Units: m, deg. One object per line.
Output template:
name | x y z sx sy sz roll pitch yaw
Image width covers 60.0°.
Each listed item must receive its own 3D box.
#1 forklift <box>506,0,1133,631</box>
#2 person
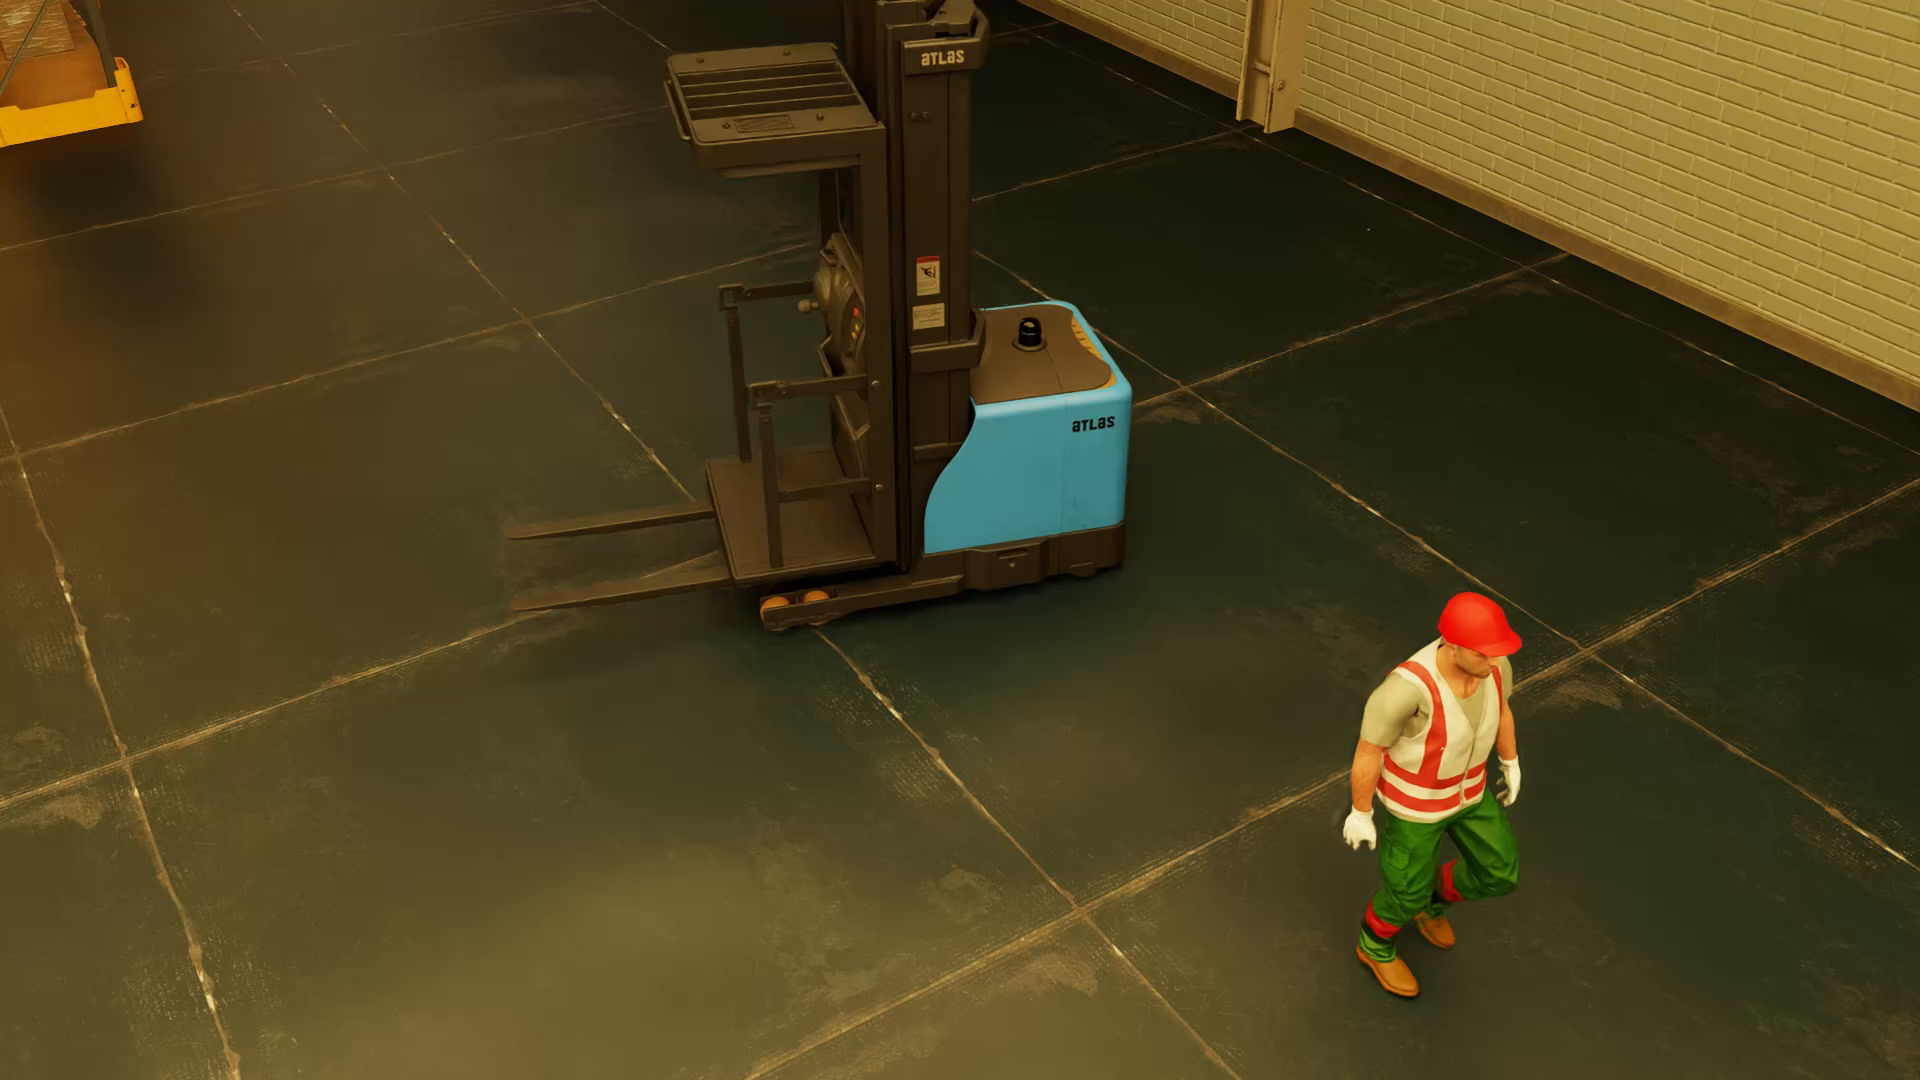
forklift | -0.737 -1.094 7.704 3.031 2.935 1.130 -9 36 -12
person | 1.713 0.924 5.846 0.704 1.767 0.463 -20 40 -25
